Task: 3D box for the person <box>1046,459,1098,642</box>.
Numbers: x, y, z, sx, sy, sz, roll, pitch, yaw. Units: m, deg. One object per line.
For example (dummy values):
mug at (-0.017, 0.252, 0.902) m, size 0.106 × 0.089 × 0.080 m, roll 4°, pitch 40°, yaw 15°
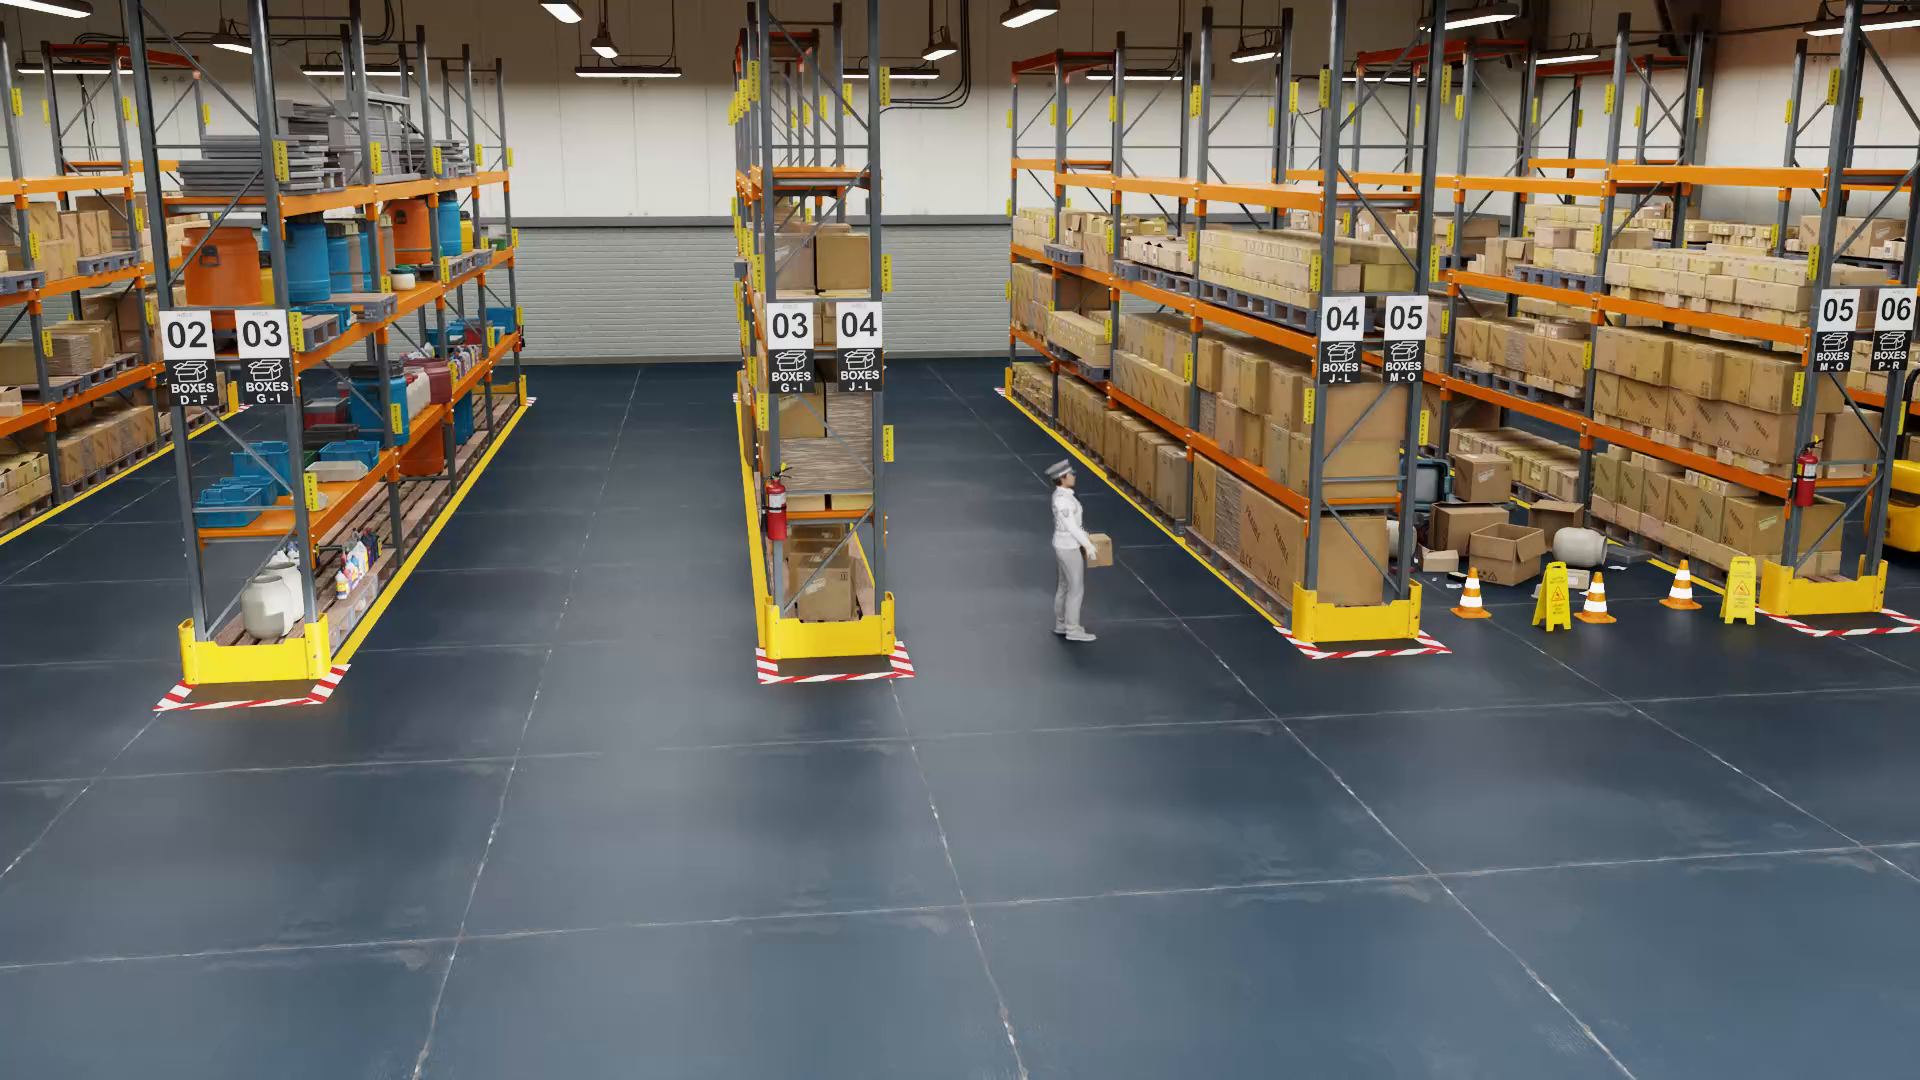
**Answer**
person at (1.042, 0.077, 15.573) m, size 0.486 × 1.701 × 0.493 m, roll 0°, pitch 13°, yaw 1°
